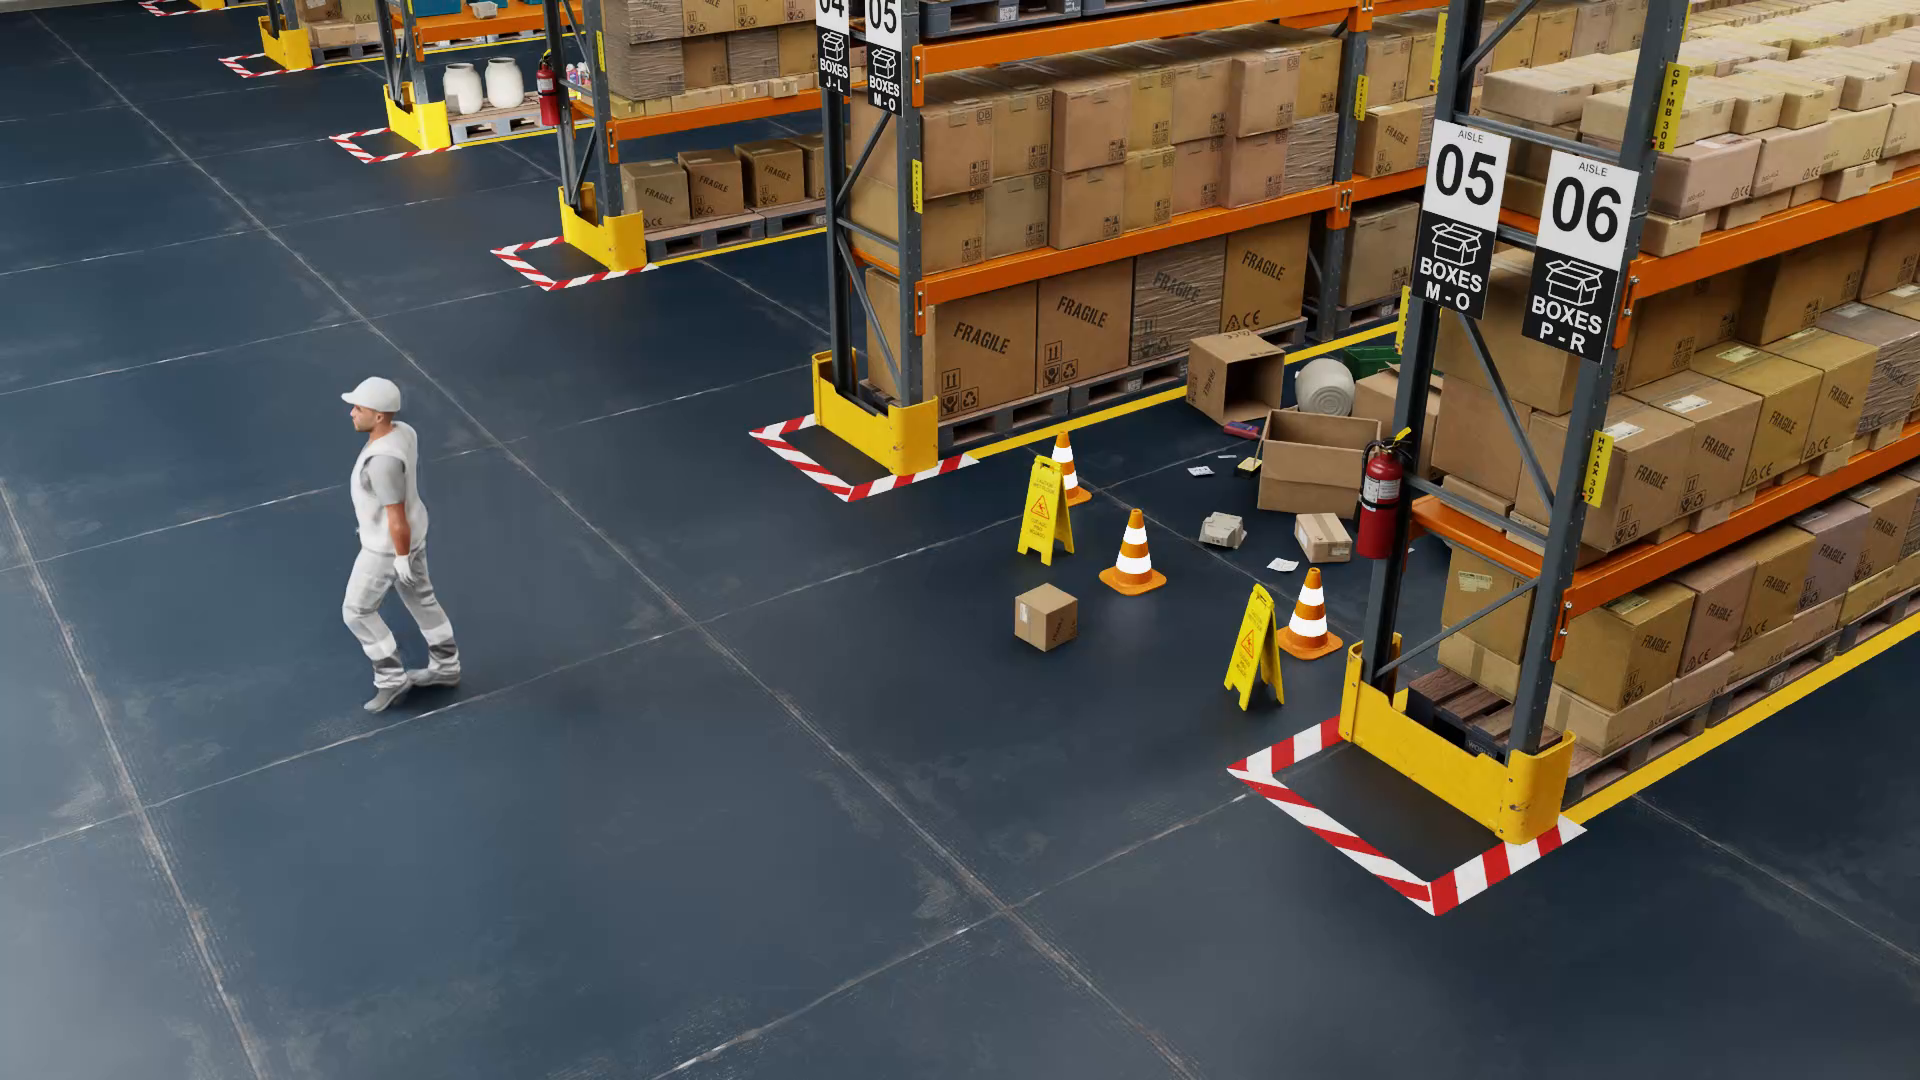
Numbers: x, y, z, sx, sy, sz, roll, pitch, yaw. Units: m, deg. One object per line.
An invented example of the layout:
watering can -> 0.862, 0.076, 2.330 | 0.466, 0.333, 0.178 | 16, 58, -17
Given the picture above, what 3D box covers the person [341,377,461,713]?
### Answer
person -> -2.934, 0.028, 8.555 | 0.495, 1.837, 0.528 | -1, 28, -2
